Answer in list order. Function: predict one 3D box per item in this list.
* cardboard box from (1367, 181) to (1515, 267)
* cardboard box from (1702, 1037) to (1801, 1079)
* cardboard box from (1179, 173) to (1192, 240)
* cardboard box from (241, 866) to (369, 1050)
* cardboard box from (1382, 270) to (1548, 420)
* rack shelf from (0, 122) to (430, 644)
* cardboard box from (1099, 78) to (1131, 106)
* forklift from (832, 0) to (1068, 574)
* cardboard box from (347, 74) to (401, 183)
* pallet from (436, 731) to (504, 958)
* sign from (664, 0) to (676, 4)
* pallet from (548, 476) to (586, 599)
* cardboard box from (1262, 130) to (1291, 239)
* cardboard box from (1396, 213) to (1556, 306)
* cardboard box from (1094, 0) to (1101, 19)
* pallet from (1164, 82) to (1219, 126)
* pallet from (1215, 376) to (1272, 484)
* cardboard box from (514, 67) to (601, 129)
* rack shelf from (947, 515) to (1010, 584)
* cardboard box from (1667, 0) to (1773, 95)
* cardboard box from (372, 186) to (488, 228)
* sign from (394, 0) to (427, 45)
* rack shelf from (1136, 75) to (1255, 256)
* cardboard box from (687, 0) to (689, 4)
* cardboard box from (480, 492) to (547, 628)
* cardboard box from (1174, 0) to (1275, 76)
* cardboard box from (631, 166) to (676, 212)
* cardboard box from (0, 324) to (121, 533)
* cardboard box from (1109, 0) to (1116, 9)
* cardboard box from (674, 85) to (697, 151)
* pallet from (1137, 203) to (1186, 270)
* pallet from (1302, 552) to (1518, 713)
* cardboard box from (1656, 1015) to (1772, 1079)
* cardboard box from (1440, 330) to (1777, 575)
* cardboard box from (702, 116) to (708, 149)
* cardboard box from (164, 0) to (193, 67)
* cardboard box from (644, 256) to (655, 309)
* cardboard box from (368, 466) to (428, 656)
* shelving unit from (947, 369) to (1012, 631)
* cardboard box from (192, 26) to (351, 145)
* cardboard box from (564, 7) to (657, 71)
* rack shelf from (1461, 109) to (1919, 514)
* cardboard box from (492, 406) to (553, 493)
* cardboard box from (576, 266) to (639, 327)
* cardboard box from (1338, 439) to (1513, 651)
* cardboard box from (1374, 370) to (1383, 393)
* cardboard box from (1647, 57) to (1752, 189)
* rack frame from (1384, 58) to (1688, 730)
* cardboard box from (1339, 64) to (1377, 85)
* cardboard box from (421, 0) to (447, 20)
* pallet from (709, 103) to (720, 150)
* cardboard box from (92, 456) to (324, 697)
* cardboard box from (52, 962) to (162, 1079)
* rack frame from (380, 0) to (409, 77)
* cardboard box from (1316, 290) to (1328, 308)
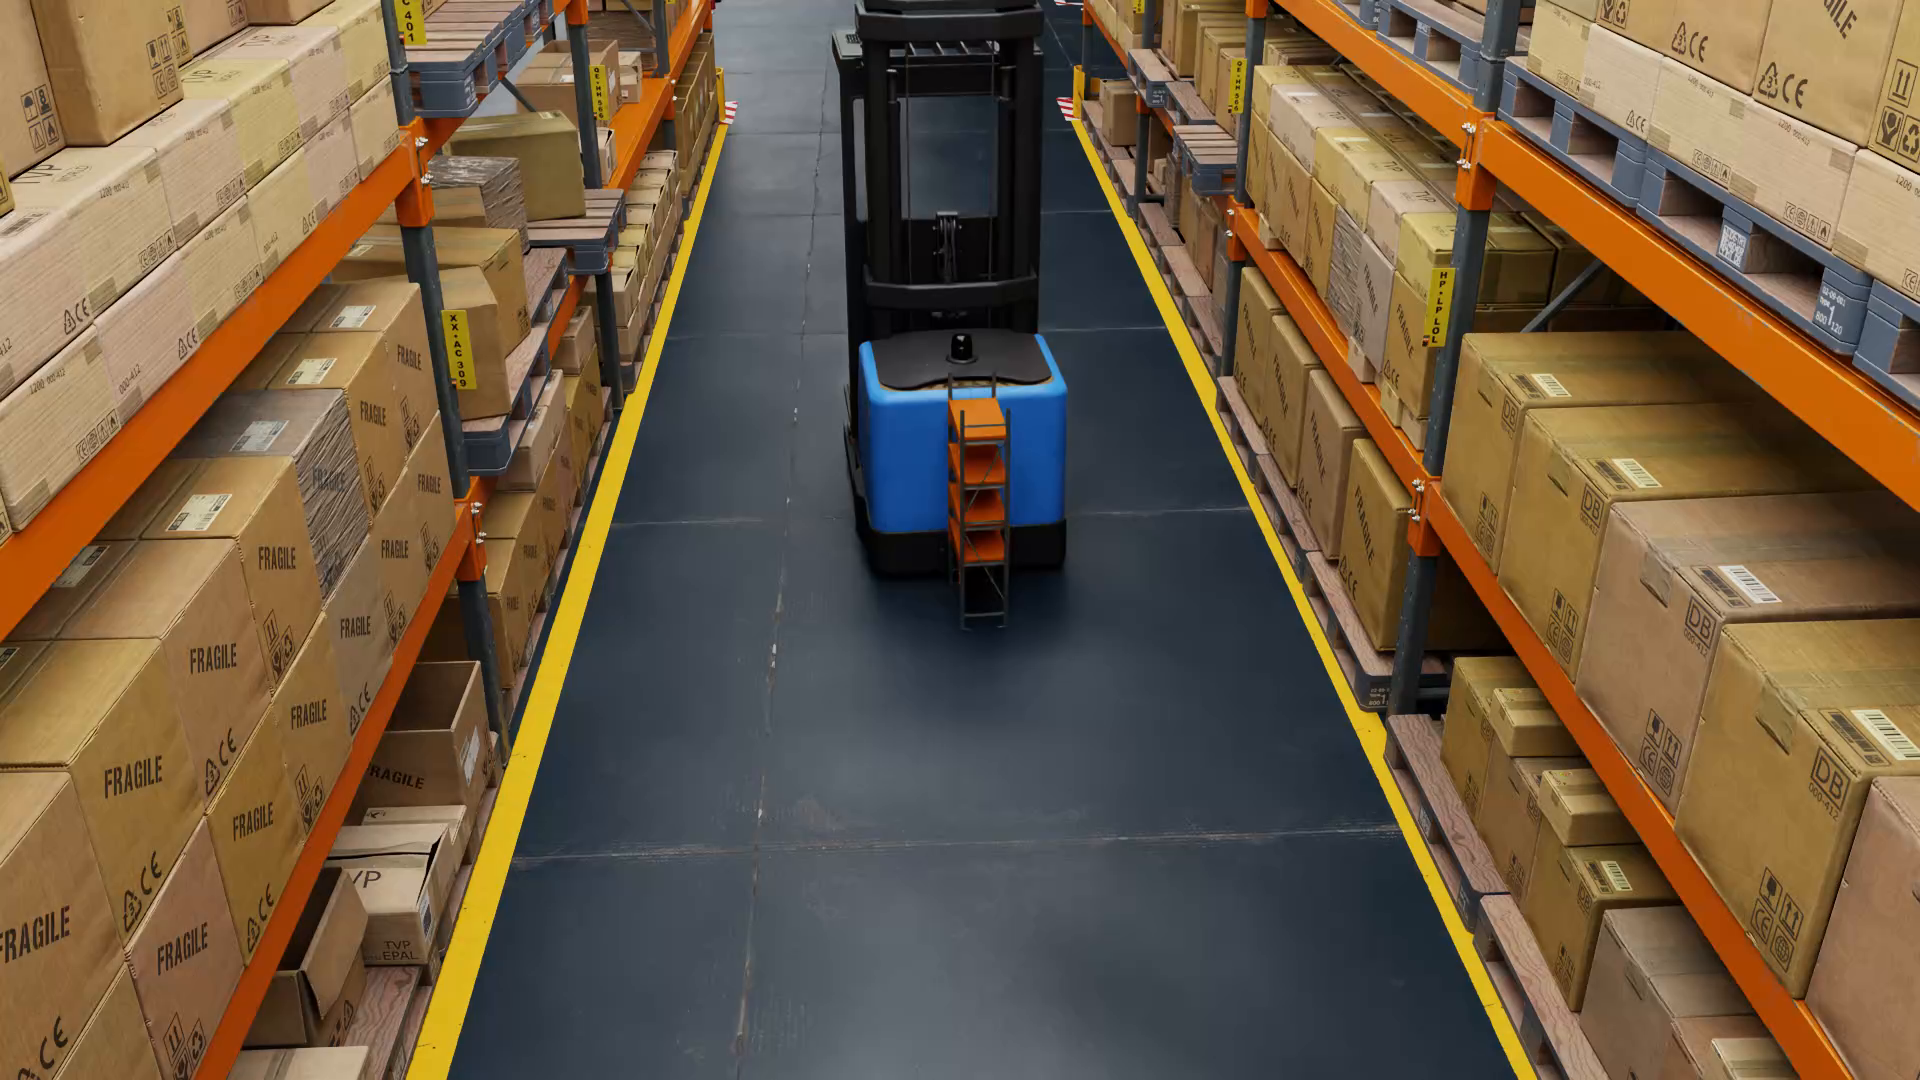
[{"bbox_3d":[2.150,-1.426,7.477,0.500,0.250,0.500,-1,28,-2],"label":"cardboard box"},{"bbox_3d":[2.316,1.526,4.628,0.380,0.149,0.250,-1,28,-1],"label":"cardboard box"},{"bbox_3d":[2.161,-2.666,13.346,0.700,0.500,0.500,-2,28,-4],"label":"cardboard box"},{"bbox_3d":[-2.397,1.439,5.472,0.797,0.503,0.637,-1,28,-3],"label":"cardboard box"},{"bbox_3d":[2.171,-0.854,7.193,0.500,0.500,0.500,-2,28,-3],"label":"cardboard box"},{"bbox_3d":[-2.396,-0.428,4.361,1.077,0.370,4.000,-1,28,-3],"label":"rack shelf"},{"bbox_3d":[1.766,-4.685,17.421,0.500,0.311,0.500,-4,28,-8],"label":"cardboard box"},{"bbox_3d":[-0.128,-1.777,9.488,1.130,2.935,3.031,-3,28,-6],"label":"forklift"},{"bbox_3d":[-2.209,-1.386,5.582,0.500,0.250,0.500,-1,28,-3],"label":"cardboard box"},{"bbox_3d":[-2.465,1.213,6.696,1.003,0.211,1.213,-1,28,-3],"label":"pallet"},{"bbox_3d":[-2.376,-4.531,13.527,0.100,0.325,0.005,-1,28,-3],"label":"sign"},{"bbox_3d":[-2.647,-0.044,9.106,1.003,0.211,1.213,-1,28,-3],"label":"pallet"},{"bbox_3d":[2.026,-2.022,9.431,0.500,0.500,0.500,0,28,-1],"label":"cardboard box"},{"bbox_3d":[2.167,-1.189,7.024,0.500,0.250,0.500,-1,28,-1],"label":"cardboard box"},{"bbox_3d":[1.590,-5.238,16.190,0.500,0.250,0.500,-2,28,-3],"label":"cardboard box"},{"bbox_3d":[2.094,-3.137,12.229,1.003,0.211,1.213,-1,28,-3],"label":"pallet"},{"bbox_3d":[2.204,-0.707,10.377,1.003,0.211,1.213,-1,28,-3],"label":"pallet"},{"bbox_3d":[-2.813,-3.007,11.663,0.500,0.500,0.500,-3,28,-5],"label":"cardboard box"},{"bbox_3d":[0.091,0.040,8.451,0.258,0.148,0.480,-3,28,-6],"label":"rack shelf"},{"bbox_3d":[2.268,-1.487,4.403,0.500,0.500,0.500,-1,28,-2],"label":"cardboard box"},{"bbox_3d":[-2.654,-1.386,8.101,0.700,0.500,0.500,-8,29,-16],"label":"cardboard box"},{"bbox_3d":[-1.959,-1.917,5.878,0.100,0.325,0.005,-1,28,-3],"label":"sign"},{"bbox_3d":[2.133,-2.914,12.371,1.077,0.370,4.000,-1,28,-3],"label":"rack shelf"},{"bbox_3d":[-3.115,-5.711,16.848,0.700,0.500,0.500,-1,28,-3],"label":"cardboard box"},{"bbox_3d":[-2.321,0.097,8.047,0.500,0.500,0.500,-1,28,-2],"label":"cardboard box"},{"bbox_3d":[2.043,-3.902,12.904,0.700,0.500,0.500,1,28,3],"label":"cardboard box"},{"bbox_3d":[-2.577,-2.831,13.347,0.500,0.311,0.500,-1,28,-1],"label":"cardboard box"},{"bbox_3d":[-2.077,-0.232,3.369,0.500,0.250,0.500,-1,28,-3],"label":"cardboard box"},{"bbox_3d":[1.648,-5.105,15.125,0.500,0.500,0.500,-2,28,-4],"label":"cardboard box"},{"bbox_3d":[-2.663,-3.787,14.976,0.500,0.500,0.500,-1,28,-3],"label":"cardboard box"},{"bbox_3d":[2.071,-2.561,13.931,1.003,0.211,1.213,-1,28,-3],"label":"pallet"},{"bbox_3d":[2.331,0.420,8.217,1.003,0.211,1.213,-1,28,-3],"label":"pallet"},{"bbox_3d":[2.493,1.755,4.890,0.700,0.500,0.500,-1,28,-3],"label":"cardboard box"},{"bbox_3d":[2.459,-0.344,6.342,0.980,0.700,0.700,-1,28,-2],"label":"cardboard box"},{"bbox_3d":[-2.713,-3.917,16.035,0.500,0.250,0.500,-1,28,-3],"label":"cardboard box"},{"bbox_3d":[-2.520,-1.470,4.391,0.700,0.500,0.500,-1,28,-3],"label":"cardboard box"},{"bbox_3d":[-2.503,-1.876,12.123,0.500,0.250,0.500,-2,28,-4],"label":"cardboard box"},{"bbox_3d":[-2.189,0.078,5.749,0.500,0.500,0.500,-1,28,-1],"label":"cardboard box"},{"bbox_3d":[0.091,-0.196,8.328,0.258,1.200,0.503,-3,28,-6],"label":"shelving unit"},{"bbox_3d":[-2.181,-1.377,5.024,0.500,0.250,0.500,-1,28,-3],"label":"cardboard box"},{"bbox_3d":[-2.947,-4.284,14.113,0.700,0.500,0.500,-2,28,-4],"label":"cardboard box"},{"bbox_3d":[2.551,-0.549,4.594,1.077,0.370,4.000,-1,28,-3],"label":"rack shelf"},{"bbox_3d":[-2.334,-0.451,8.288,0.500,0.250,0.500,-1,28,-3],"label":"cardboard box"},{"bbox_3d":[-2.443,-1.653,11.088,0.500,0.311,0.500,0,28,-1],"label":"cardboard box"},{"bbox_3d":[2.283,0.008,7.862,0.750,0.750,0.750,-1,28,-2],"label":"cardboard box"},{"bbox_3d":[2.141,-0.745,7.686,0.380,0.149,0.250,-1,28,-1],"label":"cardboard box"},{"bbox_3d":[2.266,-1.158,4.583,0.500,0.250,0.500,-2,28,-4],"label":"cardboard box"},{"bbox_3d":[2.447,-0.462,6.892,1.000,3.000,0.127,-1,28,-3],"label":"rack frame"},{"bbox_3d":[2.520,-2.624,9.775,0.500,0.250,0.500,-1,28,-1],"label":"cardboard box"},{"bbox_3d":[-2.510,-2.488,6.863,0.600,0.600,0.600,-2,28,-3],"label":"cardboard box"},{"bbox_3d":[-3.045,-4.294,17.255,1.003,0.211,1.213,-1,28,-3],"label":"pallet"},{"bbox_3d":[-2.135,0.101,4.624,0.500,0.500,0.500,-2,28,-3],"label":"cardboard box"},{"bbox_3d":[-2.051,1.251,3.500,0.500,0.500,0.500,-1,28,-2],"label":"cardboard box"},{"bbox_3d":[-2.500,-3.001,5.272,1.000,3.000,0.127,-1,28,-3],"label":"rack frame"},{"bbox_3d":[2.115,-1.341,8.828,0.380,0.149,0.250,-1,28,-2],"label":"cardboard box"}]
